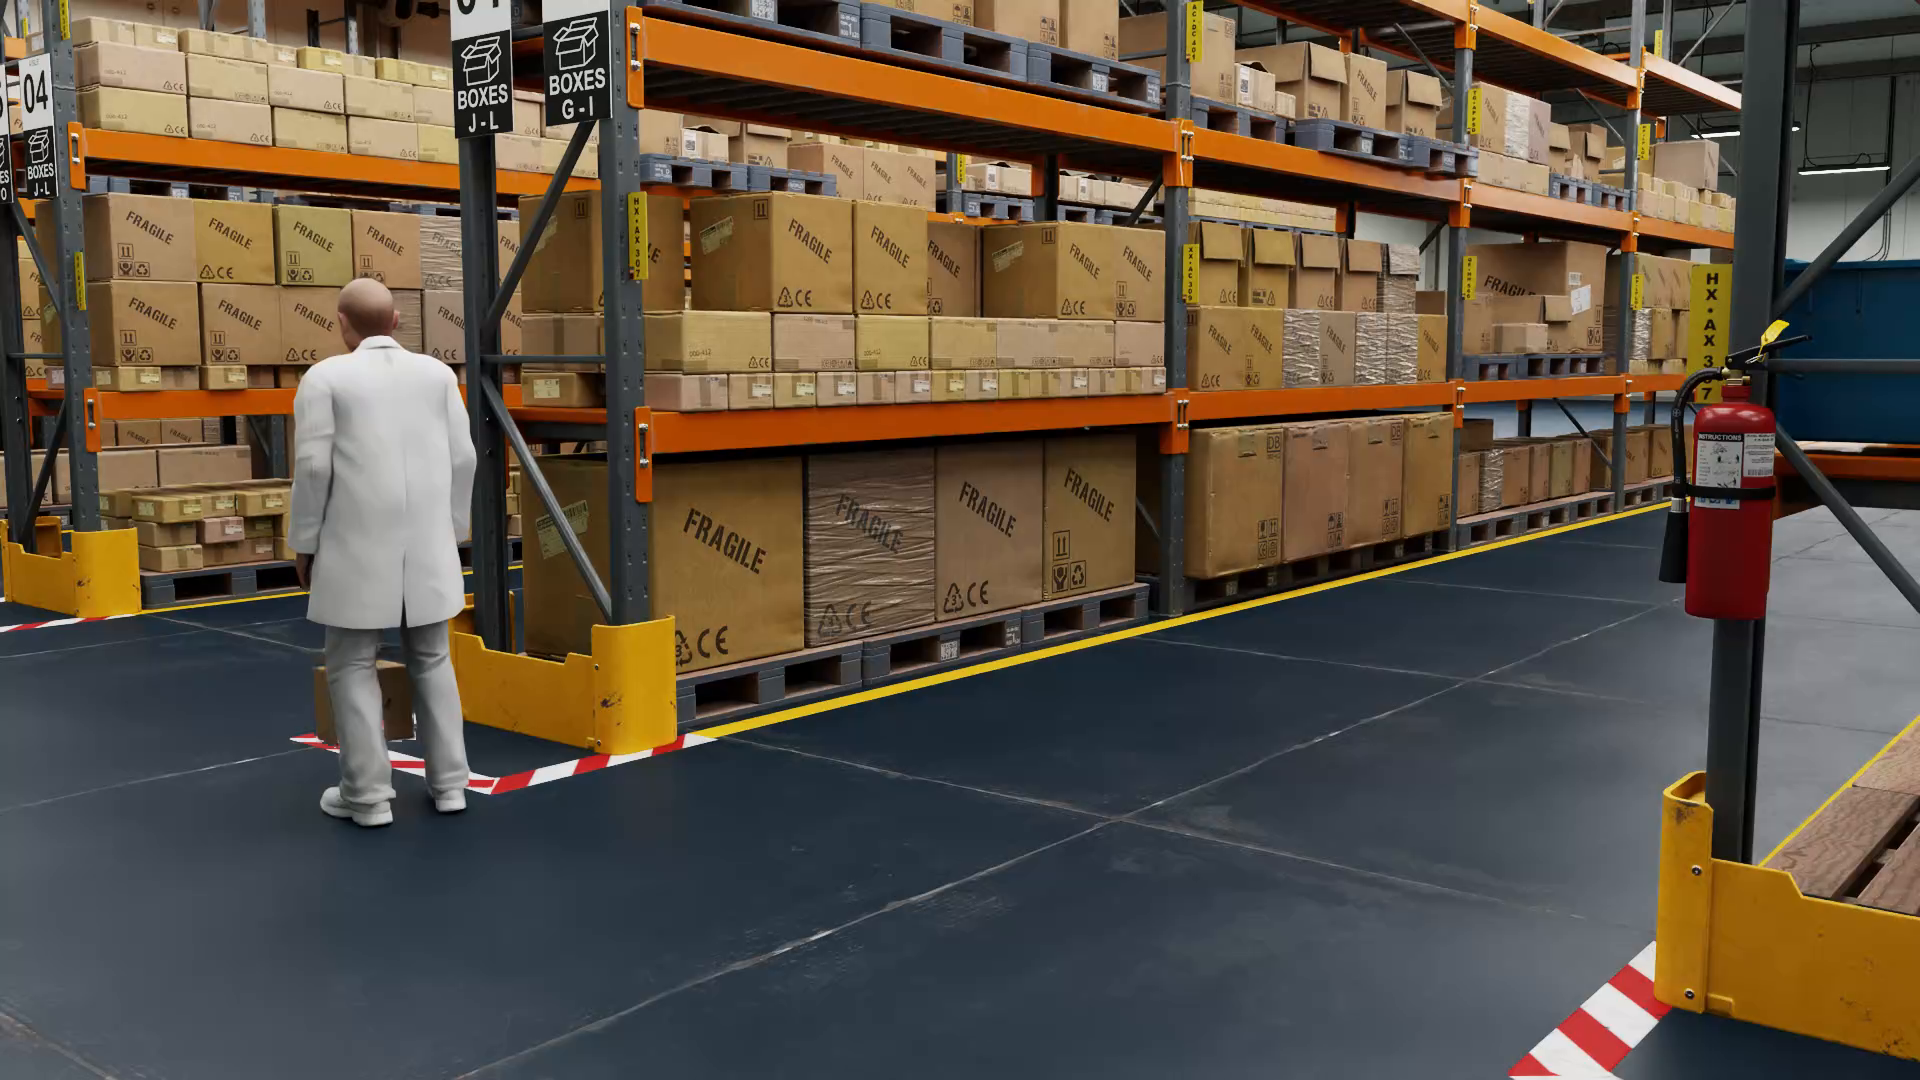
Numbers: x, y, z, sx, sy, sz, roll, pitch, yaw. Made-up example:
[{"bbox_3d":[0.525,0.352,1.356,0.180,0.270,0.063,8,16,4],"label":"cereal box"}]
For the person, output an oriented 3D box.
[{"bbox_3d":[-1.901,0.033,5.489,0.601,1.776,0.425,-5,8,-39],"label":"person"}]
